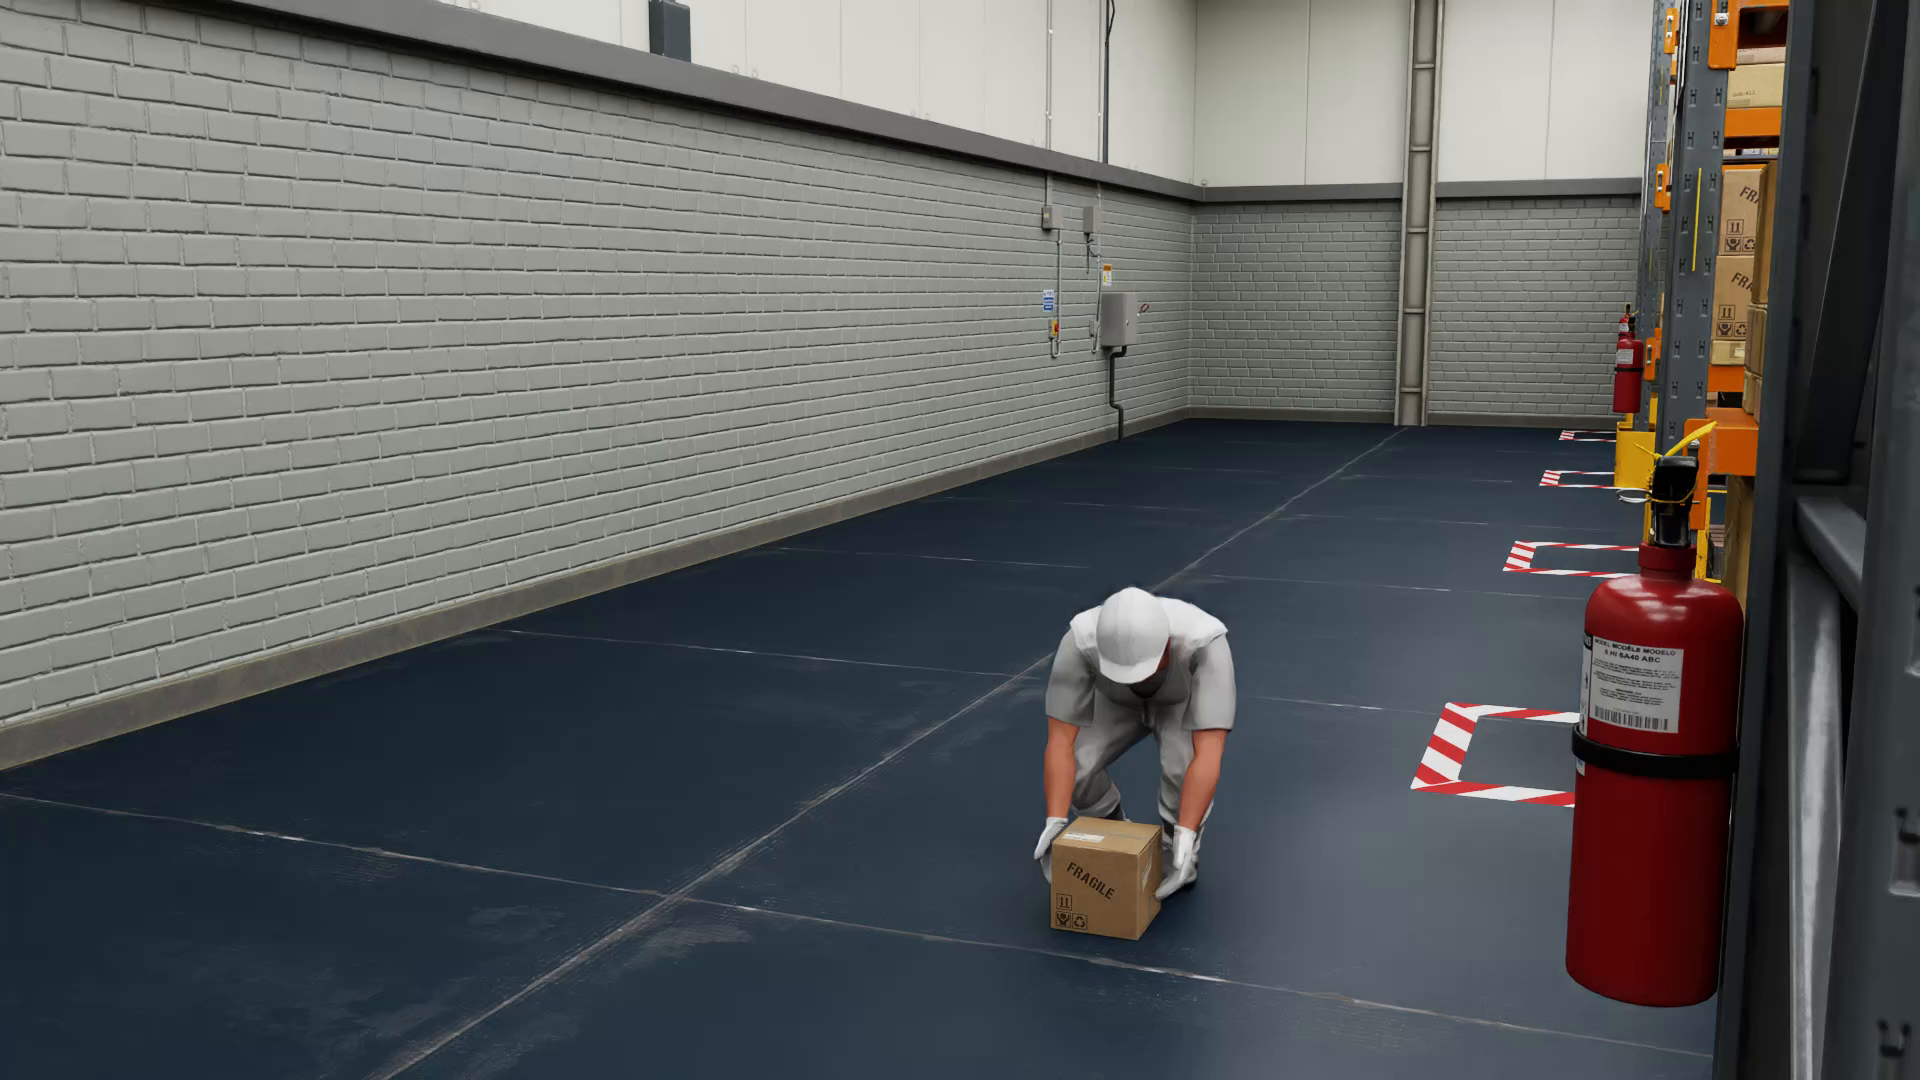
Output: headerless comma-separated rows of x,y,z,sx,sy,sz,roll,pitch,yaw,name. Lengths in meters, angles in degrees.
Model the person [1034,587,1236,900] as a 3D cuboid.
0.553,0.553,4.914,0.572,0.955,0.882,3,9,21,person
